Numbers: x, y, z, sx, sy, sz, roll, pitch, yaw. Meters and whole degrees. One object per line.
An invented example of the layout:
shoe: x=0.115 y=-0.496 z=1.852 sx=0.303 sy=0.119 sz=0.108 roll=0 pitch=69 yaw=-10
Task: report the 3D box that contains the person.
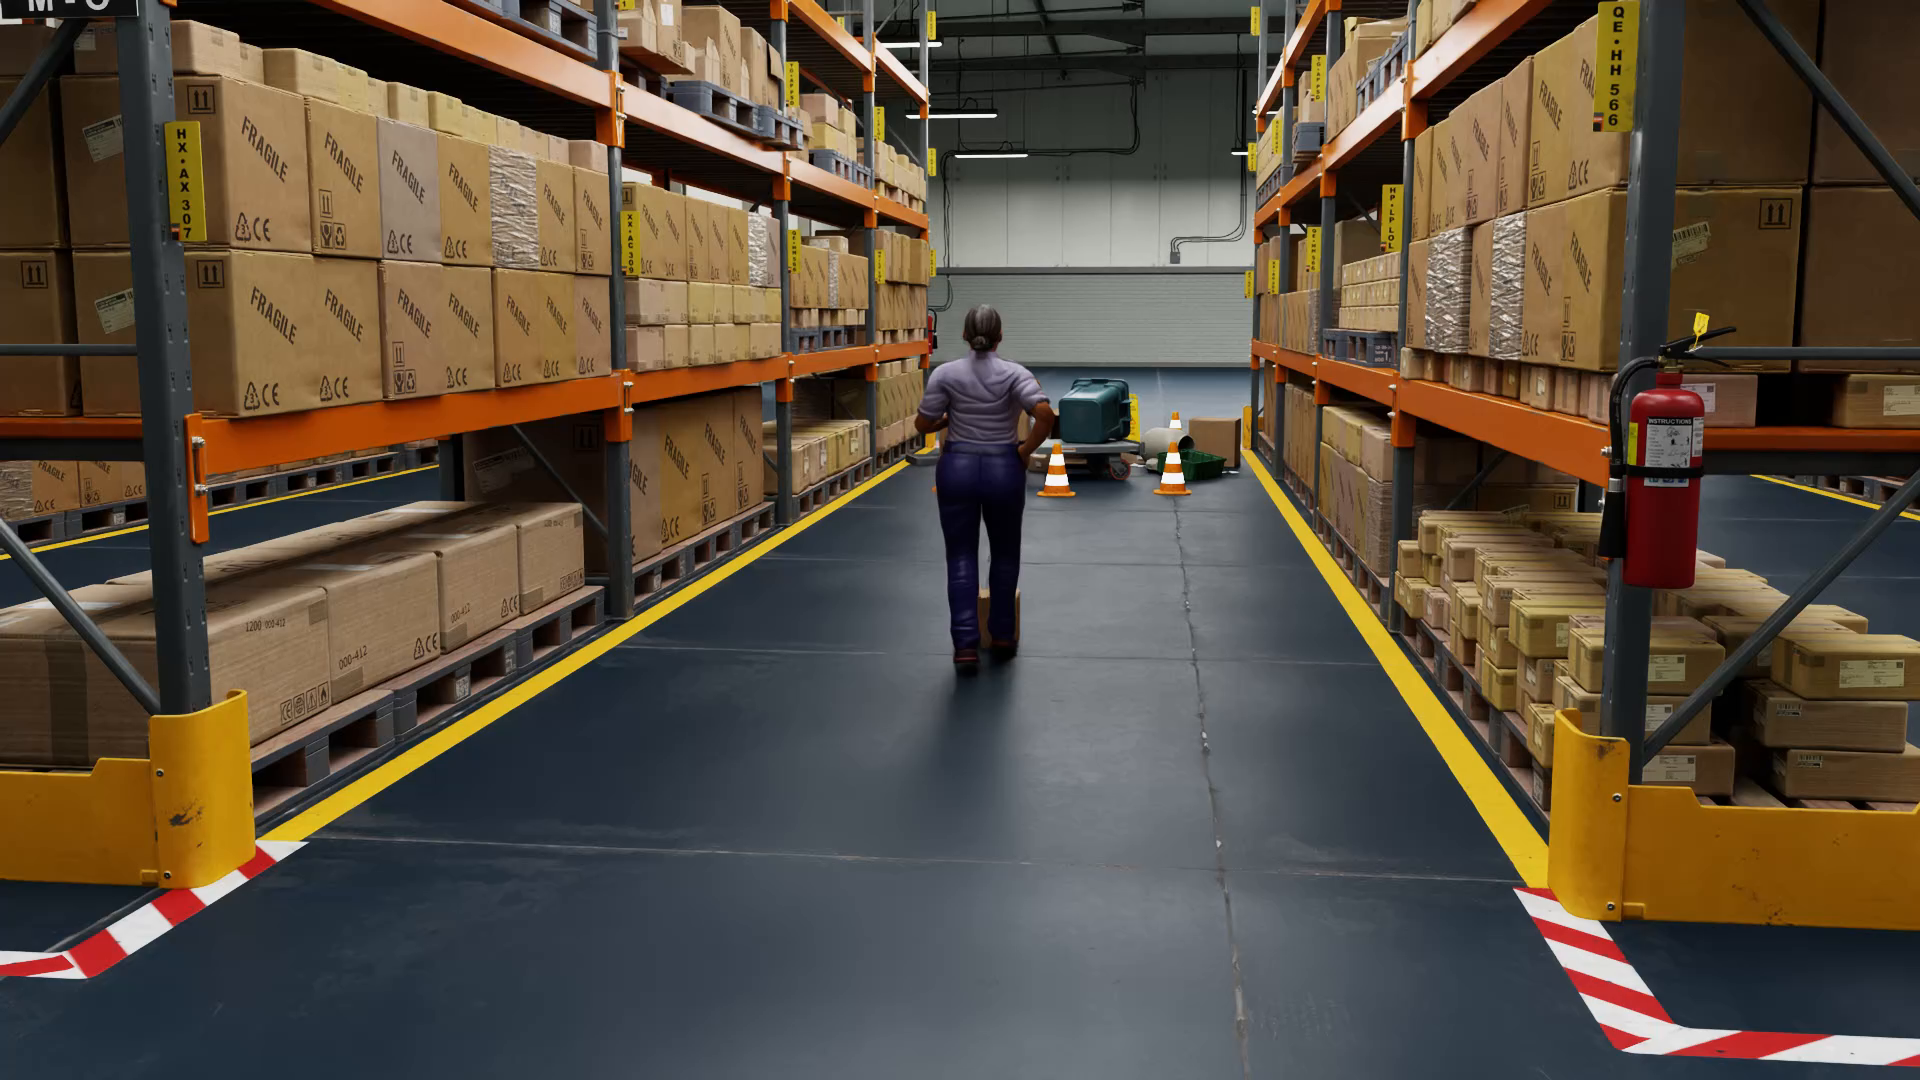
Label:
person: x=0.115 y=-0.260 z=7.642 sx=0.636 sy=1.628 sz=0.729 roll=0 pitch=8 yaw=3
